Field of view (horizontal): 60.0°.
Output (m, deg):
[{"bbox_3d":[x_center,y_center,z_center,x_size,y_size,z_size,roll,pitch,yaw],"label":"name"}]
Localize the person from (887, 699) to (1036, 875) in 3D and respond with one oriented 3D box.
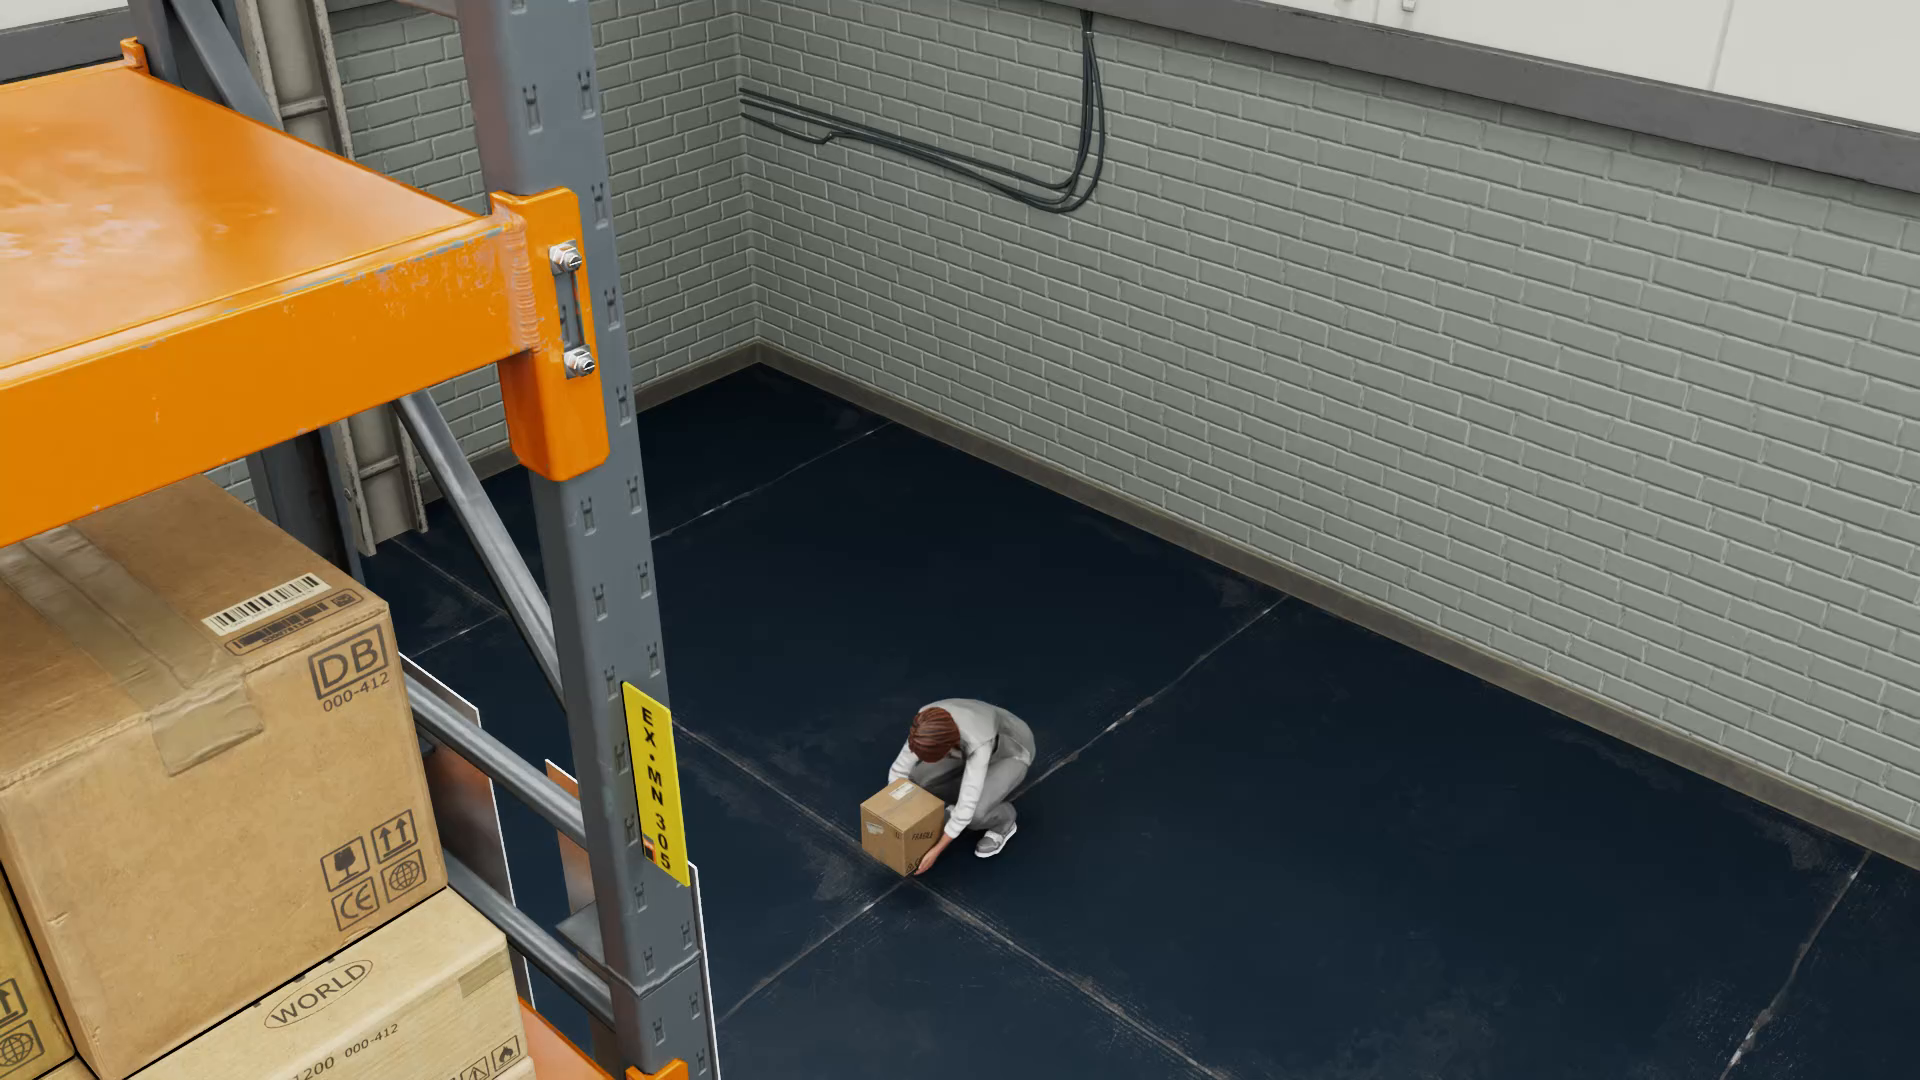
[{"bbox_3d":[0.008,0.974,7.093,0.459,0.888,0.808,26,40,35],"label":"person"}]
